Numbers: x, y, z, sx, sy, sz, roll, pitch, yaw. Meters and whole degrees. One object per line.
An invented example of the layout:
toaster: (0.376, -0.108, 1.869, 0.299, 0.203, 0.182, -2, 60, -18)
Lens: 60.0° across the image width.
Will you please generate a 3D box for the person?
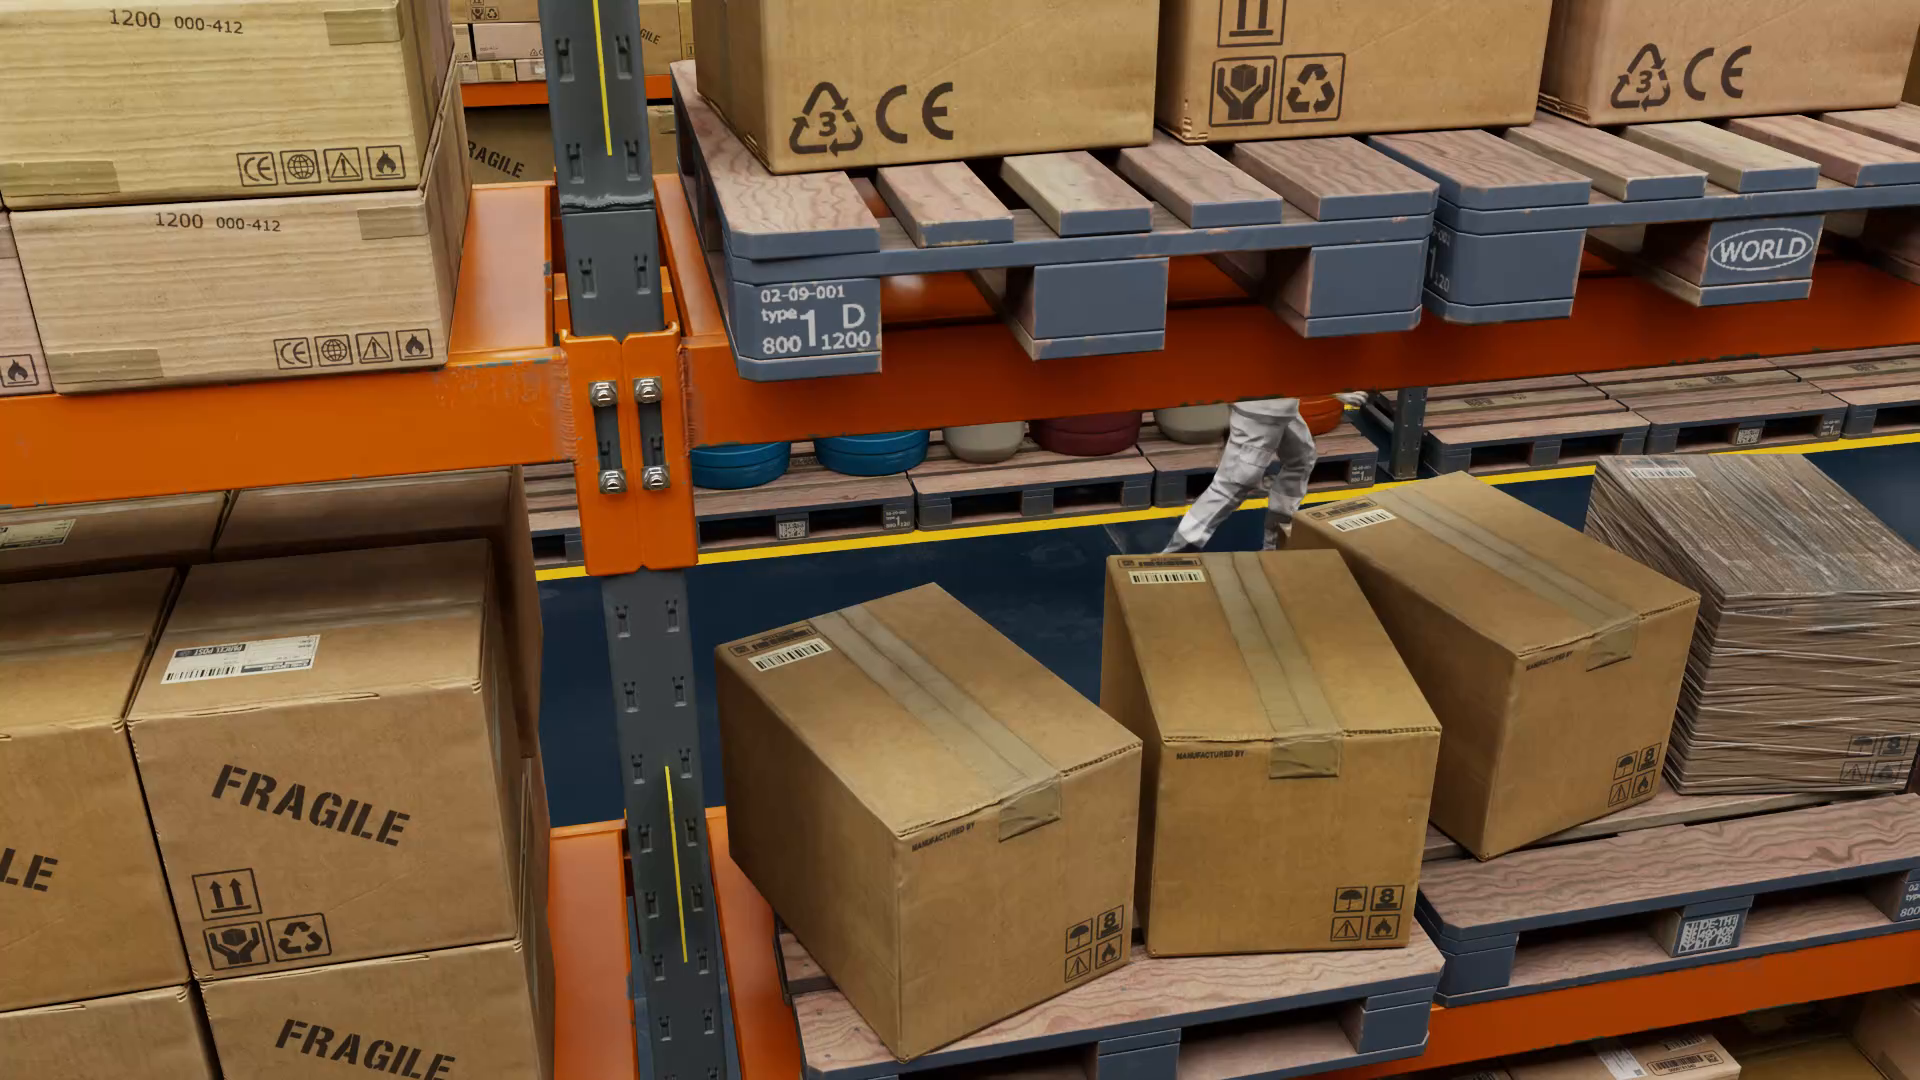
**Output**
person: (1.307, -0.611, 7.355, 0.909, 1.703, 0.674, -2, 27, -5)
